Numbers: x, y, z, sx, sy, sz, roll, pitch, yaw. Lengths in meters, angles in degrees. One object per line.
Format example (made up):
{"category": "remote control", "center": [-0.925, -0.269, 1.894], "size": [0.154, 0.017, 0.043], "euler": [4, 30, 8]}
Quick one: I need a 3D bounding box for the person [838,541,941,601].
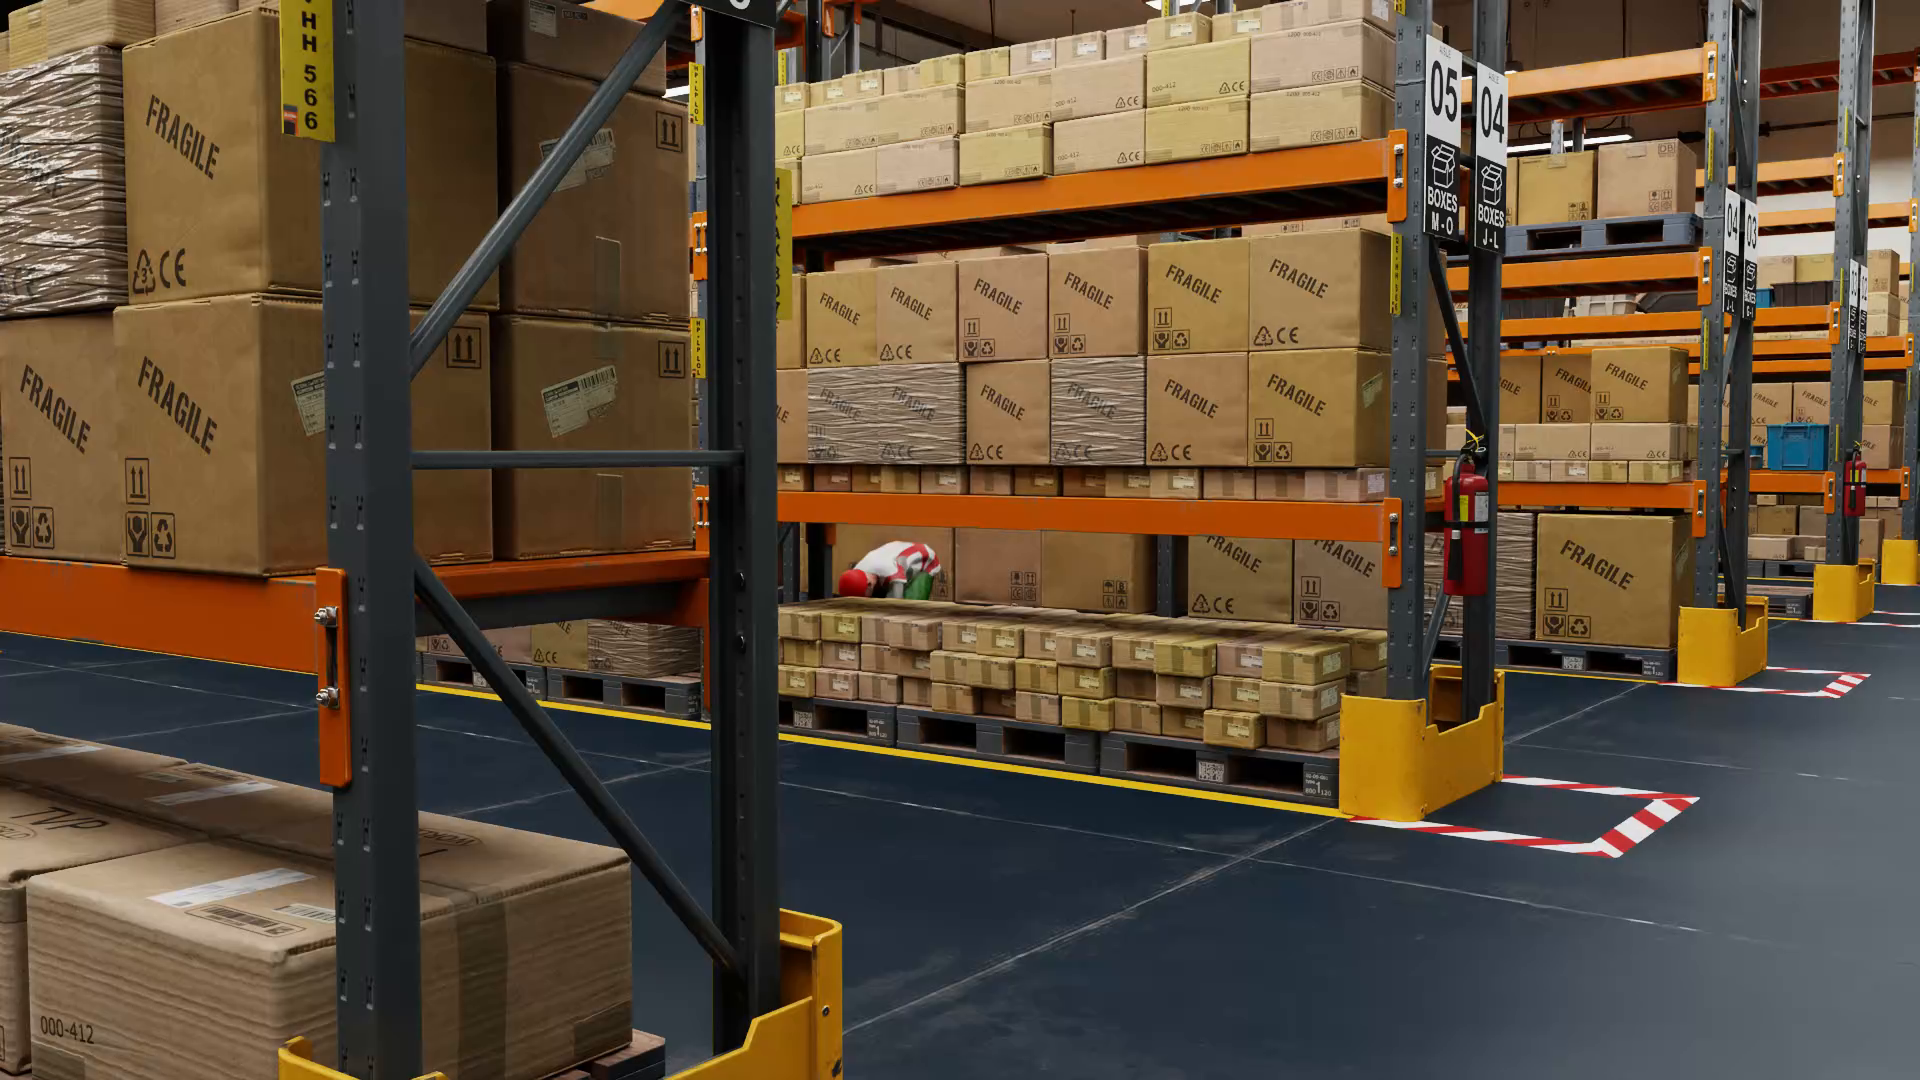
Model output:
{"category": "person", "center": [-0.506, 0.470, 11.458], "size": [0.536, 0.905, 0.959], "euler": [2, 4, 34]}
